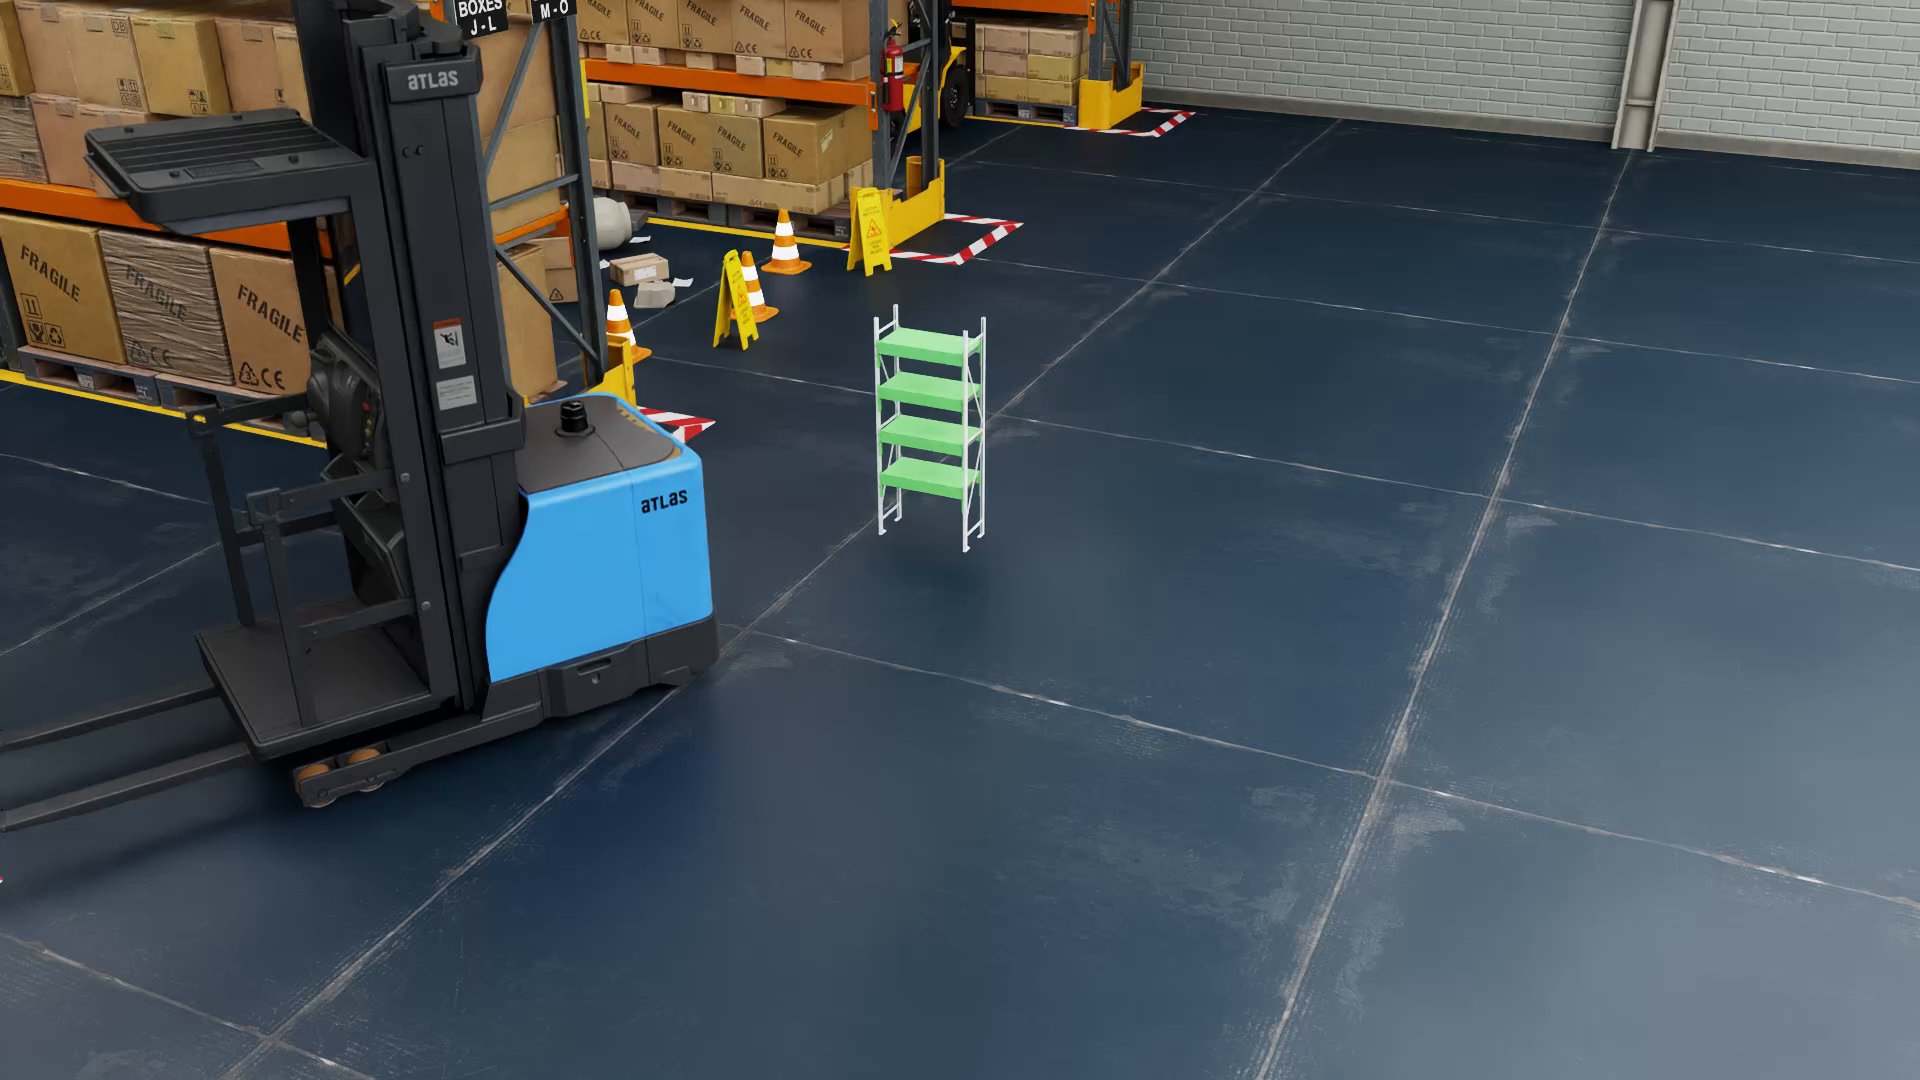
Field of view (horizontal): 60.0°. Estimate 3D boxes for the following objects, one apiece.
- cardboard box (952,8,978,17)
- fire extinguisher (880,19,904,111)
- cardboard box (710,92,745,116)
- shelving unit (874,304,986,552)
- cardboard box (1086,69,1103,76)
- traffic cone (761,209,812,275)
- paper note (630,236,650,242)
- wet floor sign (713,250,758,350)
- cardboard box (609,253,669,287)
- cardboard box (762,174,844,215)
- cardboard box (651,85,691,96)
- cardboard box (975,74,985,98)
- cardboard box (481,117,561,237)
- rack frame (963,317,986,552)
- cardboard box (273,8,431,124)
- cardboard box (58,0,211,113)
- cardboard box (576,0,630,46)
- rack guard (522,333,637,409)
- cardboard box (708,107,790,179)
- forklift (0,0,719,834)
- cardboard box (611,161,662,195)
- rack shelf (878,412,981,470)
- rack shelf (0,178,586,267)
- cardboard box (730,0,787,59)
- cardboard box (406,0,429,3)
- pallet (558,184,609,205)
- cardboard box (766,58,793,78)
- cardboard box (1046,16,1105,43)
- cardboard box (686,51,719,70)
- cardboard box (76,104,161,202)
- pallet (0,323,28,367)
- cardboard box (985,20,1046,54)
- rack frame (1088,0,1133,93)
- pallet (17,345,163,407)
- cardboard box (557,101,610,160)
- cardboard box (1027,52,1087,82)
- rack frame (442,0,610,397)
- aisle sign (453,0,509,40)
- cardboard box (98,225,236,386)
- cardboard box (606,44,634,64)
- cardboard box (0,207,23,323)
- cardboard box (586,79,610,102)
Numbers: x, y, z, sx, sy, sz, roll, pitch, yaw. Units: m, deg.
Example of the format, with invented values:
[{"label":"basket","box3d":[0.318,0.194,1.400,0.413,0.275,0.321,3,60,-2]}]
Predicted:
[{"label":"cardboard box","box3d":[-0.121,-5.781,18.601,0.500,0.250,0.500,11,28,21]},{"label":"fire extinguisher","box3d":[-0.529,-3.694,12.944,0.183,0.674,0.296,11,28,22]},{"label":"cardboard box","box3d":[-1.869,-3.646,13.814,0.250,0.149,0.380,12,29,23]},{"label":"shelving unit","box3d":[-0.151,-0.569,8.546,0.503,1.200,0.258,11,28,22]},{"label":"cardboard box","box3d":[1.242,-5.054,18.258,0.500,0.250,0.500,11,28,22]},{"label":"traffic cone","box3d":[-1.368,-2.356,13.012,0.334,0.463,0.336,11,28,22]},{"label":"paper note","box3d":[-2.652,-2.496,13.784,0.148,0.019,0.142,2,26,4]},{"label":"wet floor sign","box3d":[-1.554,-1.660,11.392,0.232,0.644,0.267,6,27,13]},{"label":"cardboard box","box3d":[-2.471,-2.083,12.812,0.380,0.149,0.250,-18,31,-31]},{"label":"cardboard box","box3d":[-1.312,-2.933,13.950,0.500,0.250,0.500,11,28,22]},{"label":"cardboard box","box3d":[-2.506,-3.772,14.804,0.500,0.500,0.500,13,29,24]},{"label":"cardboard box","box3d":[0.150,-5.035,18.218,0.500,0.250,0.500,12,29,22]},{"label":"cardboard box","box3d":[-2.756,-2.043,9.333,0.550,0.550,0.875,11,28,22]},{"label":"rack frame","box3d":[0.071,-0.524,8.456,0.015,1.200,0.240,11,28,22]},{"label":"cardboard box","box3d":[-3.260,-2.625,9.292,0.550,0.550,0.875,11,28,22]},{"label":"cardboard box","box3d":[-4.736,-2.920,9.892,0.550,0.550,0.875,11,28,22]},{"label":"cardboard box","box3d":[-2.881,-4.472,13.988,0.500,0.500,0.500,11,28,21]},{"label":"rack guard","box3d":[-2.378,-0.800,9.809,0.348,0.500,1.175,11,28,22]},{"label":"cardboard box","box3d":[-1.756,-3.362,13.970,0.500,0.500,0.500,12,29,24]},{"label":"forklift","box3d":[-2.593,-0.520,6.489,3.031,2.935,1.130,-17,31,-30]},{"label":"cardboard box","box3d":[-2.684,-3.215,14.522,0.500,0.250,0.500,11,28,21]},{"label":"rack shelf","box3d":[-0.151,-0.511,8.575,0.480,0.148,0.258,11,28,22]},{"label":"rack shelf","box3d":[-4.220,-1.969,10.167,4.000,0.370,1.077,11,28,22]},{"label":"cardboard box","box3d":[-1.505,-4.195,13.424,0.500,0.500,0.500,11,28,22]},{"label":"cardboard box","box3d":[-4.599,-5.025,14.635,0.500,0.500,0.500,11,28,21]},{"label":"pallet","box3d":[-3.458,-3.306,15.227,1.213,0.211,1.003,11,28,22]},{"label":"cardboard box","box3d":[-1.373,-3.862,13.482,0.250,0.149,0.380,11,28,21]},{"label":"cardboard box","box3d":[1.249,-5.499,18.028,0.500,0.250,0.500,11,28,21]},{"label":"cardboard box","box3d":[-2.065,-4.010,13.783,0.250,0.149,0.380,11,28,21]},{"label":"cardboard box","box3d":[-4.747,-2.424,10.108,0.550,0.550,0.875,11,28,22]},{"label":"pallet","box3d":[-6.775,-1.517,11.592,1.213,0.211,1.003,11,28,22]},{"label":"cardboard box","box3d":[0.593,-5.384,17.796,0.500,0.250,0.500,12,29,23]},{"label":"rack frame","box3d":[1.609,-5.931,17.401,0.127,3.000,1.000,11,28,22]},{"label":"pallet","box3d":[-5.381,-1.236,11.021,1.213,0.211,1.003,11,28,22]},{"label":"cardboard box","box3d":[-3.166,-3.648,14.552,0.500,0.500,0.500,13,29,24]},{"label":"cardboard box","box3d":[1.036,-5.074,17.731,0.500,0.250,0.500,11,28,21]},{"label":"rack frame","box3d":[-2.400,-1.926,9.266,0.127,3.000,1.000,11,28,22]},{"label":"aisle sign","box3d":[-2.459,-2.959,8.420,0.004,0.787,0.394,11,28,22]},{"label":"cardboard box","box3d":[-4.675,-1.586,10.505,0.875,0.875,0.875,12,28,22]},{"label":"cardboard box","box3d":[-2.769,-4.129,14.025,0.250,0.149,0.380,12,28,22]},{"label":"cardboard box","box3d":[-6.643,-1.914,11.312,0.750,0.750,1.050,11,28,22]},{"label":"cardboard box","box3d":[-3.101,-3.892,14.313,0.250,0.149,0.380,13,29,24]}]
